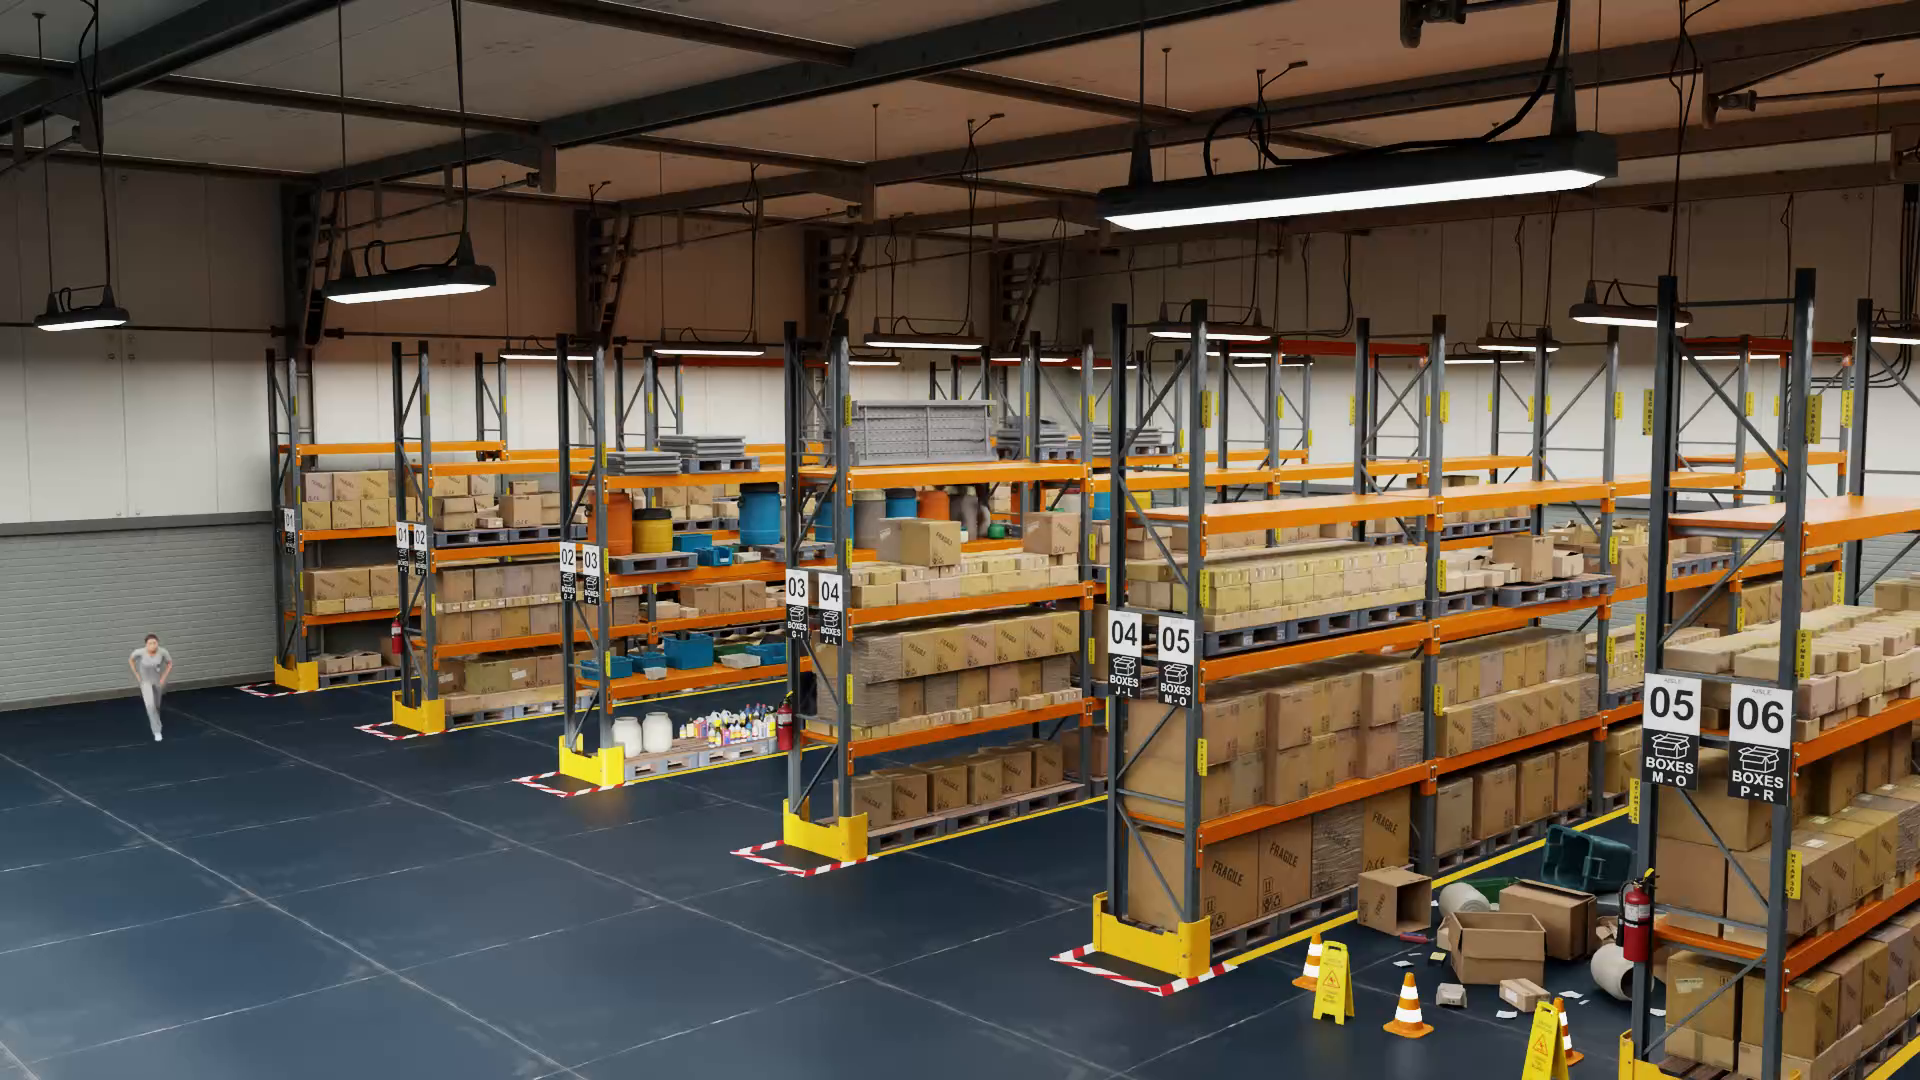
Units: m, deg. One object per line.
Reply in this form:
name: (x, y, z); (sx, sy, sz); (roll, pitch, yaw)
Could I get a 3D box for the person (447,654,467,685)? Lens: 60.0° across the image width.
person: (-8.691, 1.819, 28.772); (0.653, 1.734, 0.822); (1, 5, 13)

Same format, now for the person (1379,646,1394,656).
person: (6.127, 2.299, 24.005); (0.637, 1.595, 0.865); (-1, 5, -12)

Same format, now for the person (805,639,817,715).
person: (-2.472, 2.075, 26.616); (0.934, 1.613, 0.608); (-5, 7, -45)

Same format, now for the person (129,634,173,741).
person: (-12.289, 2.198, 25.298); (0.591, 1.626, 0.988); (-2, 5, -23)

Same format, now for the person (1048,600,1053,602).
person: (1.935, 1.498, 32.901); (0.536, 1.591, 0.888); (4, 6, 38)
